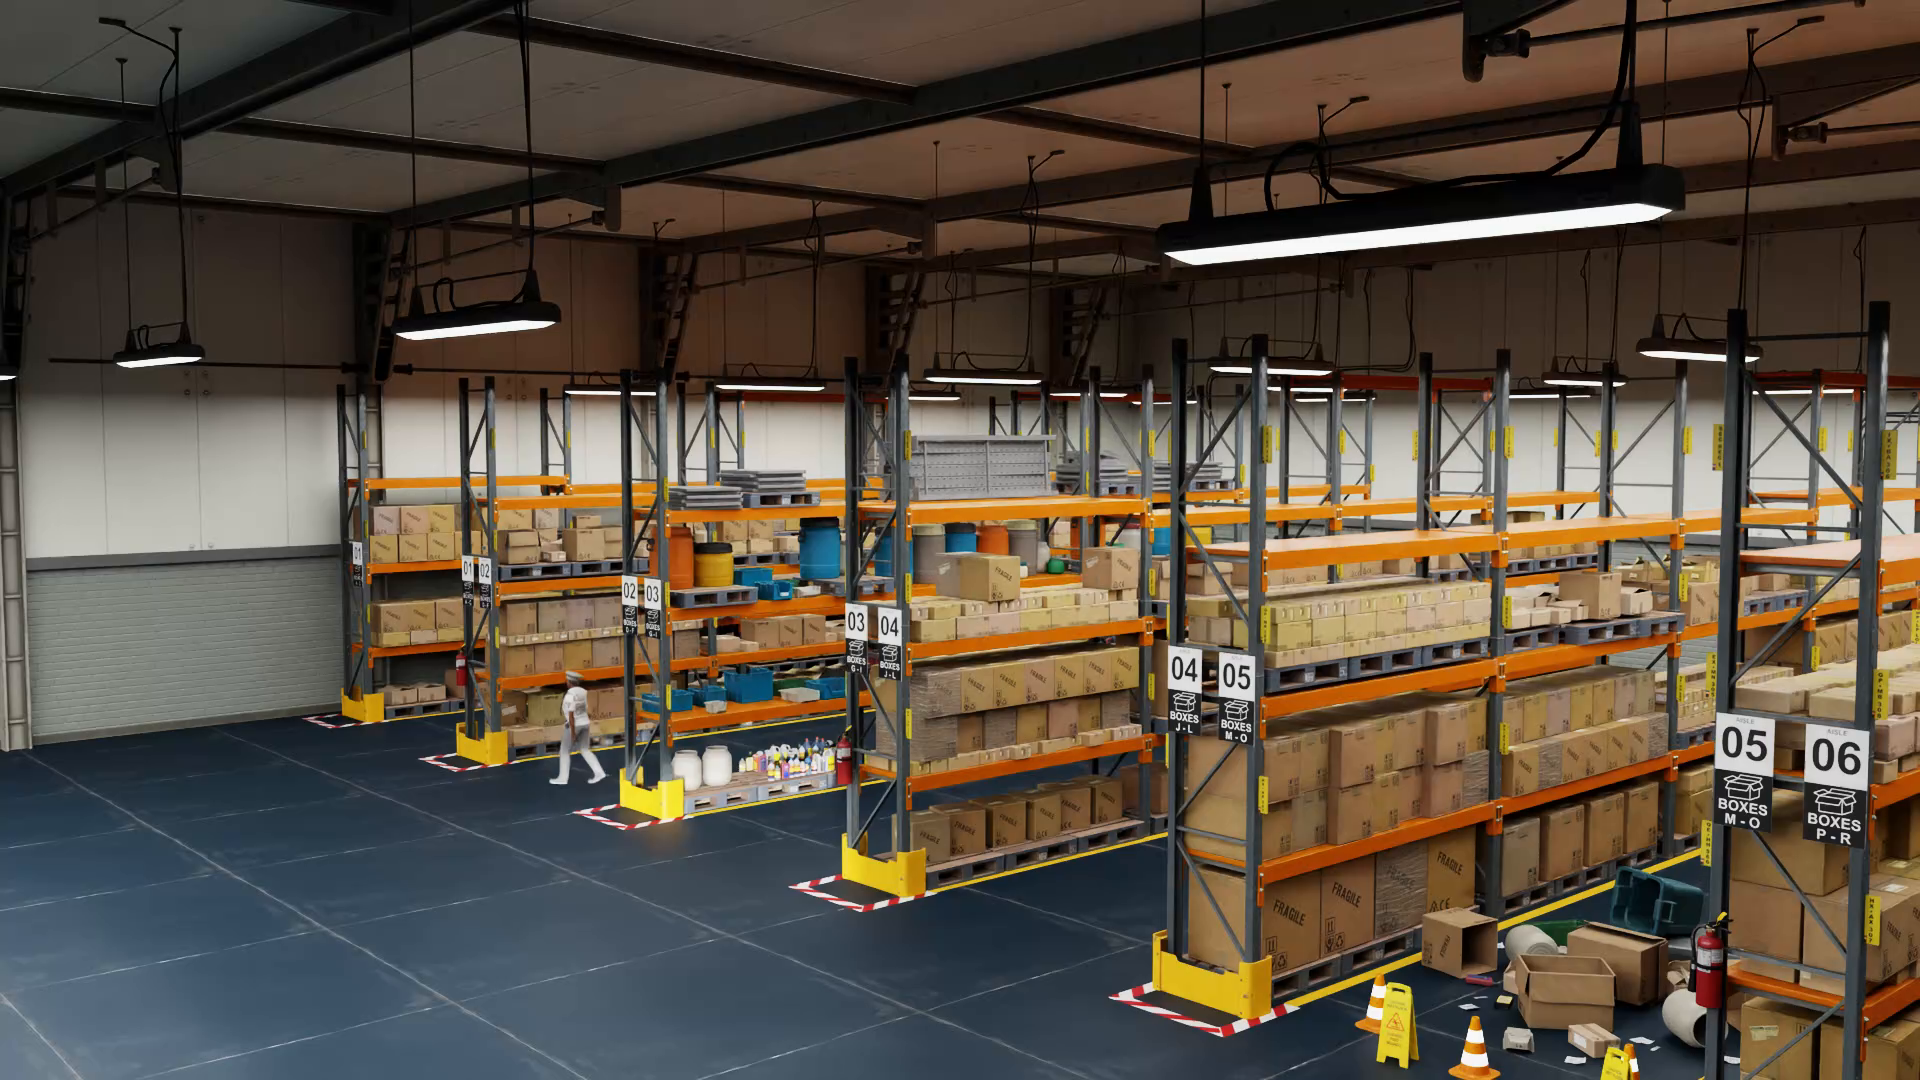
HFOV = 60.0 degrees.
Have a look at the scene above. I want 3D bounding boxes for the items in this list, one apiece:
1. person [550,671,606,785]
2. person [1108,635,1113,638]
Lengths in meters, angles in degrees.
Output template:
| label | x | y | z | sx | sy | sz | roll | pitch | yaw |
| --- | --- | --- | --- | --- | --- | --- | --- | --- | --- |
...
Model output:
| label | x | y | z | sx | sy | sz | roll | pitch | yaw |
| --- | --- | --- | --- | --- | --- | --- | --- | --- | --- |
| person | -5.582 | 2.738 | 24.243 | 0.789 | 1.649 | 0.427 | 2 | 4 | 26 |
| person | 3.002 | 2.341 | 31.134 | 0.745 | 1.564 | 0.662 | -2 | 4 | -32 |
